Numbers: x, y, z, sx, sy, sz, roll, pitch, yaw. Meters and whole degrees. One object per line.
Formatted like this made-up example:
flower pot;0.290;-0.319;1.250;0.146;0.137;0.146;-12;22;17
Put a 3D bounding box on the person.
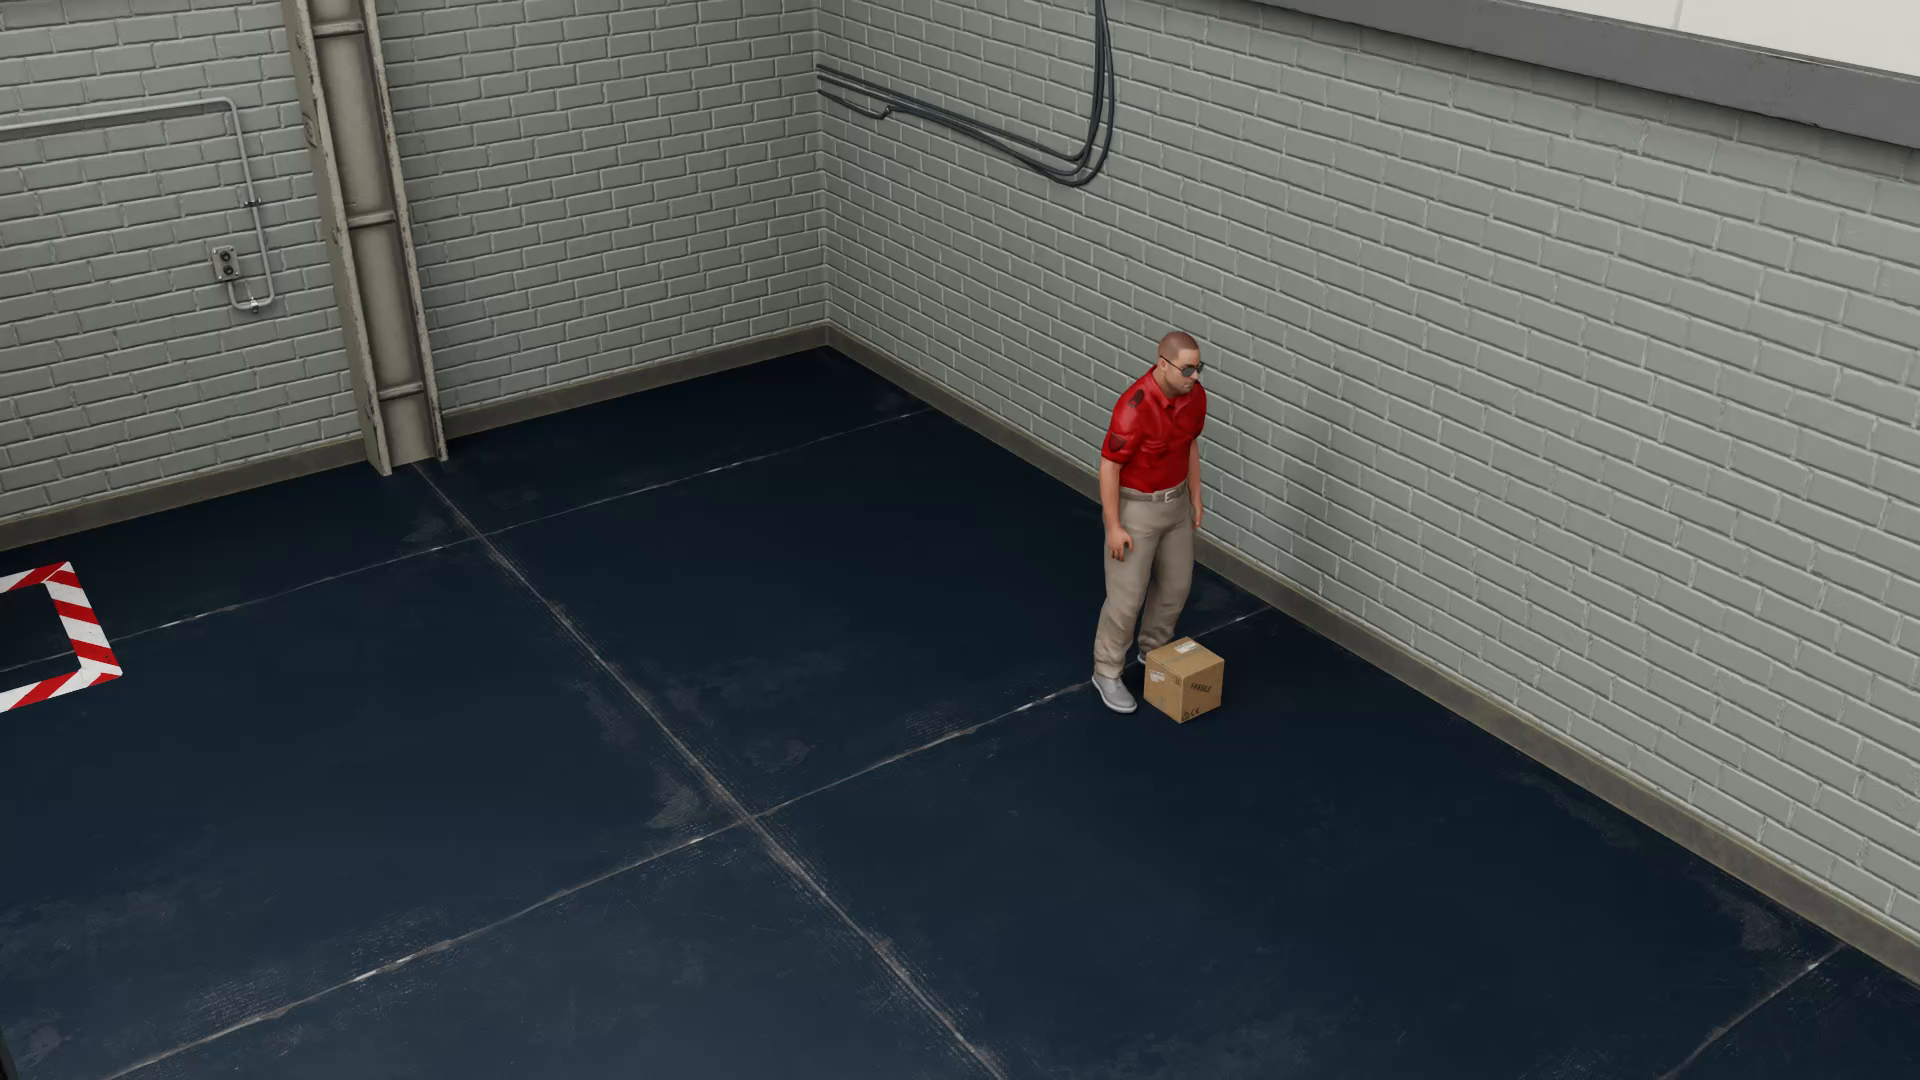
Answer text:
person;0.853;-0.114;7.349;0.604;1.726;0.396;-21;35;-34
